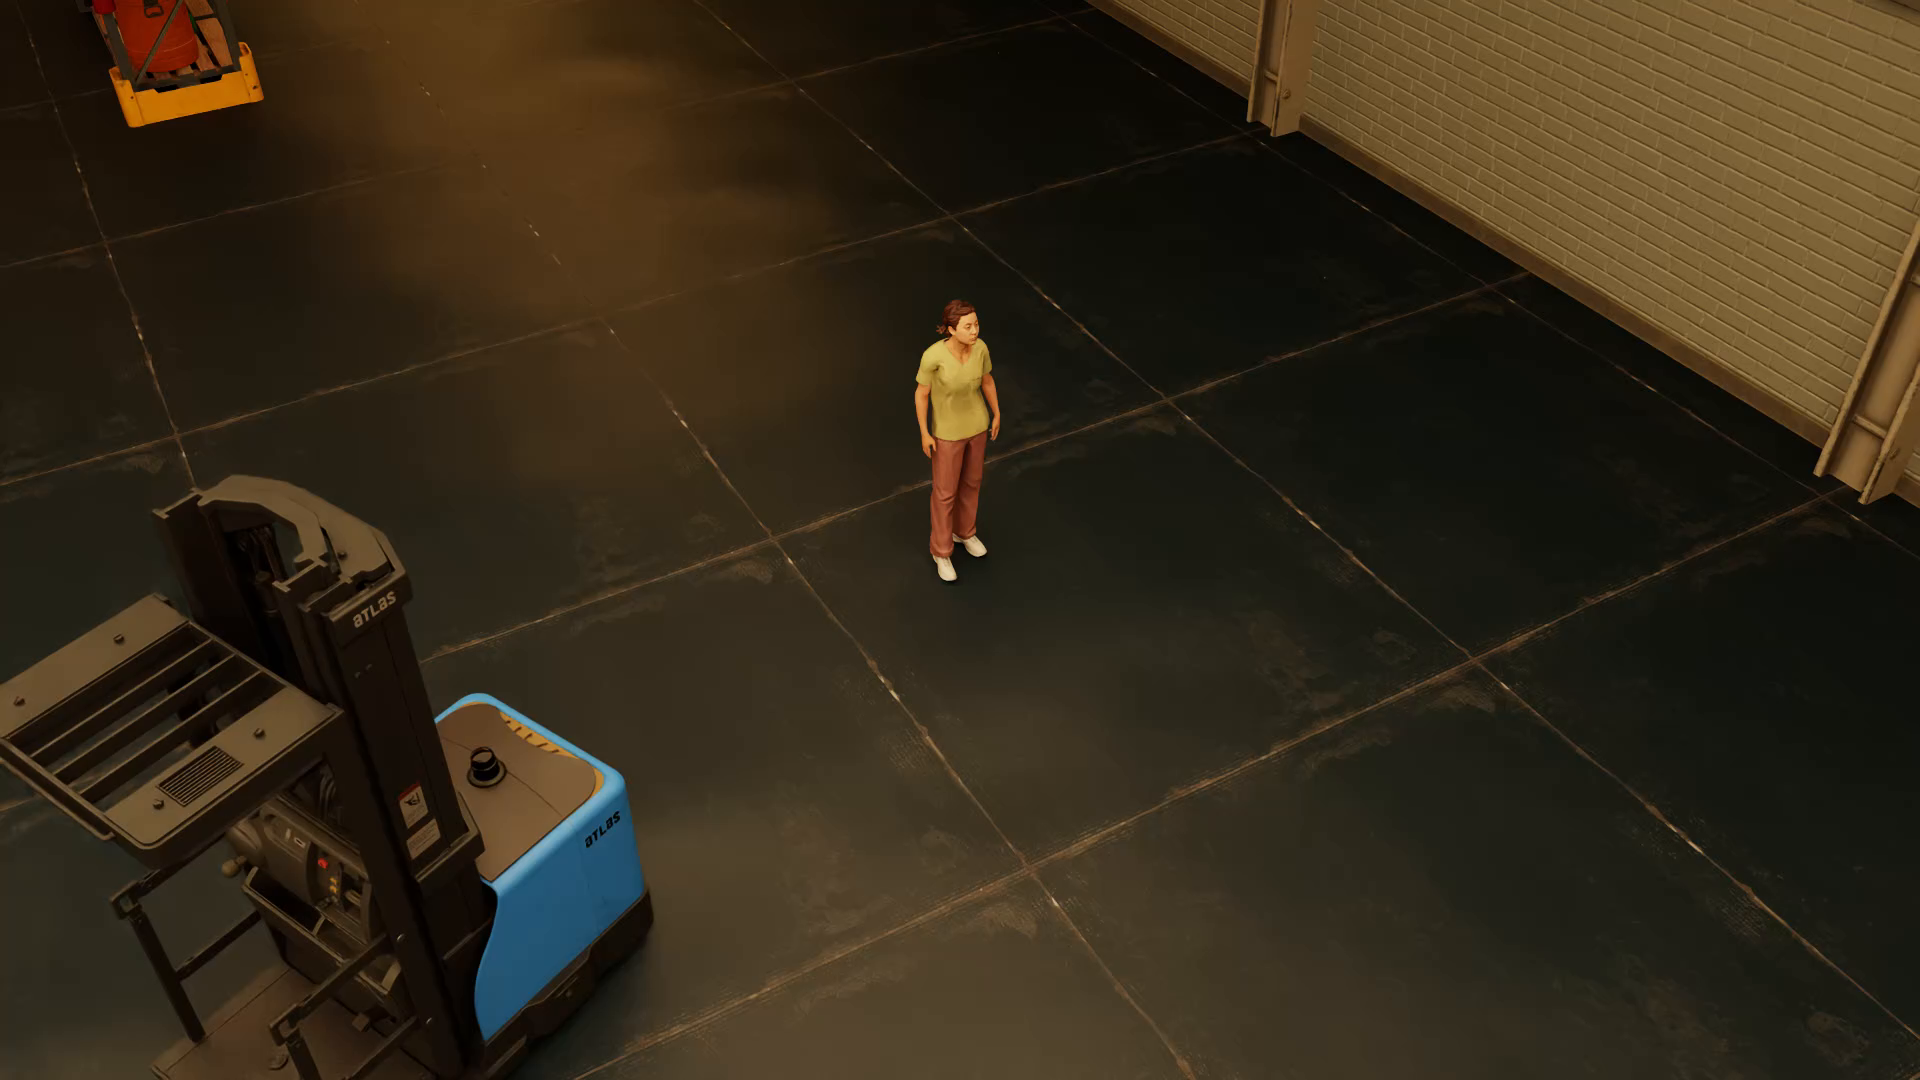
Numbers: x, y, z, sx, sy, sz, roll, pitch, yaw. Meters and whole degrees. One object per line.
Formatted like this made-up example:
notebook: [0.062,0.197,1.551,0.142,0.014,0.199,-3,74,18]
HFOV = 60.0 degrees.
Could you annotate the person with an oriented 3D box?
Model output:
person: [0.027,-0.606,9.738,0.553,1.673,0.548,-20,44,-23]

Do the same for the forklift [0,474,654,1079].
forklift: [-2.738,1.337,6.424,1.130,2.935,3.031,24,45,26]
